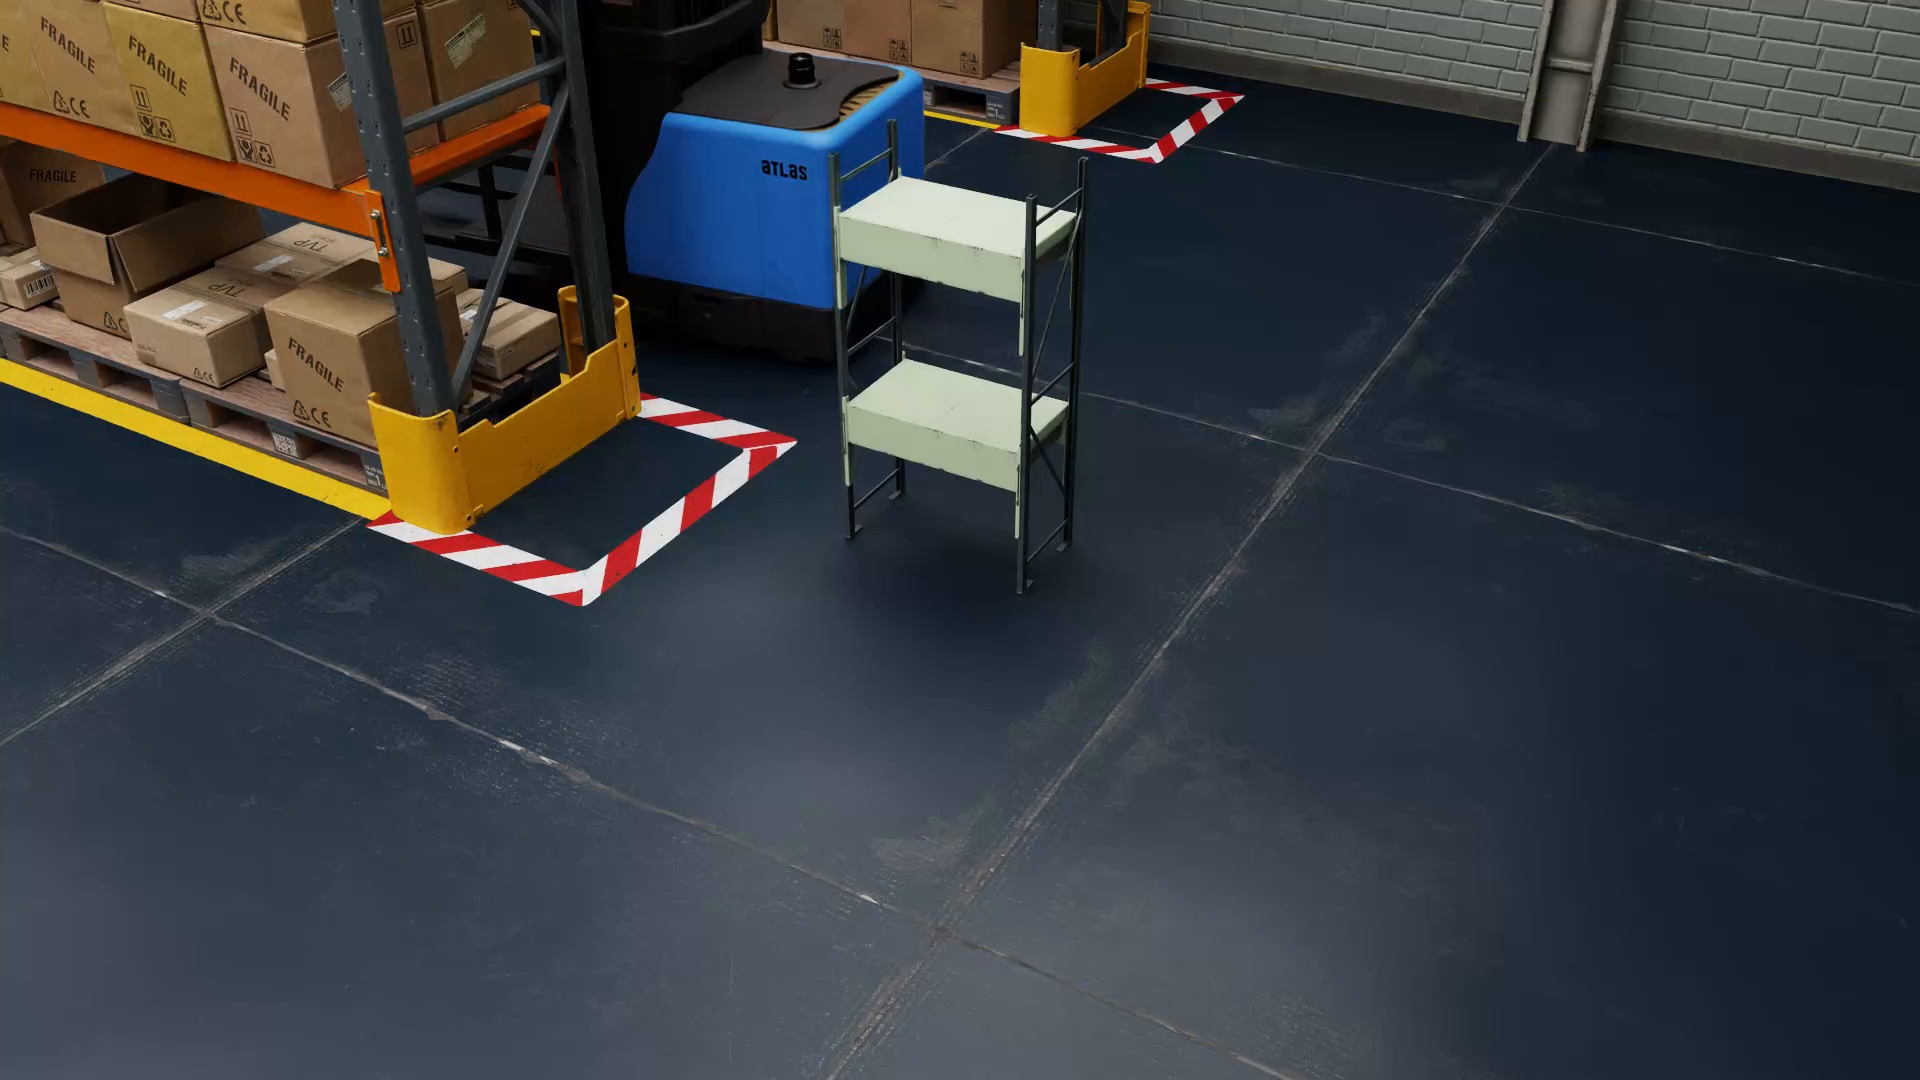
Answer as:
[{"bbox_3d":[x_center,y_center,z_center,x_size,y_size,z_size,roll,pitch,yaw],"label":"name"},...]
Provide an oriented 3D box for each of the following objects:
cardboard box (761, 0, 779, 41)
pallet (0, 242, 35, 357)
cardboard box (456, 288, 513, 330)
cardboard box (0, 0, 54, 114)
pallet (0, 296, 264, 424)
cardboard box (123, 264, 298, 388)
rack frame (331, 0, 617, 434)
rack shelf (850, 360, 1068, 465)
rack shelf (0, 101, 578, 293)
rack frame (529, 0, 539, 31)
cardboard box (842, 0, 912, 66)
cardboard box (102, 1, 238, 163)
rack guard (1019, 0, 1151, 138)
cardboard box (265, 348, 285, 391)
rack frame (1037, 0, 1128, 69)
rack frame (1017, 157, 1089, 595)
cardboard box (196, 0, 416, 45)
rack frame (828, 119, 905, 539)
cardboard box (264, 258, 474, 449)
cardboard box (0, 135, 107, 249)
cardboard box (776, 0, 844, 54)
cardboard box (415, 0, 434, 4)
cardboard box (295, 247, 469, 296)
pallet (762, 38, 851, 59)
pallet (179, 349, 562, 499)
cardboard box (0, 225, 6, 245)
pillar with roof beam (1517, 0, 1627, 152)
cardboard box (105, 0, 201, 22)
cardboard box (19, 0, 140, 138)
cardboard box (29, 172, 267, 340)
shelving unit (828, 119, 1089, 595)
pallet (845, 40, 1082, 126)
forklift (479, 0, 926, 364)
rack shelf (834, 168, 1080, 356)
[{"bbox_3d":[-1.246,-3.643,10.891,0.500,0.500,0.700,18,38,25],"label":"cardboard box"},{"bbox_3d":[-4.582,-1.311,8.028,1.213,0.211,1.003,18,37,24],"label":"pallet"},{"bbox_3d":[-2.115,-0.914,7.075,0.250,0.166,0.380,18,37,24],"label":"cardboard box"},{"bbox_3d":[-3.549,-2.014,6.478,0.500,0.500,0.500,17,37,24],"label":"cardboard box"},{"bbox_3d":[-3.519,-0.976,7.525,1.213,0.211,1.003,18,37,24],"label":"pallet"},{"bbox_3d":[-3.110,-0.906,6.988,0.500,0.250,0.500,18,37,24],"label":"cardboard box"},{"bbox_3d":[-1.705,-1.561,5.888,0.127,3.000,1.000,18,37,24],"label":"rack frame"},{"bbox_3d":[-0.006,-0.436,5.964,0.686,0.124,0.368,18,37,24],"label":"rack shelf"},{"bbox_3d":[-3.442,-1.811,6.913,4.000,0.370,1.077,18,37,24],"label":"rack shelf"},{"bbox_3d":[-2.724,-5.046,11.121,0.127,3.000,1.000,18,37,24],"label":"rack frame"},{"bbox_3d":[-0.343,-3.362,10.469,0.500,0.500,0.700,17,37,24],"label":"cardboard box"},{"bbox_3d":[-2.681,-1.736,6.060,0.500,0.500,0.500,18,38,25],"label":"cardboard box"},{"bbox_3d":[0.770,-2.899,10.152,0.348,0.500,1.175,18,37,24],"label":"rack guard"},{"bbox_3d":[-2.607,-0.750,6.830,0.250,0.166,0.380,18,37,24],"label":"cardboard box"},{"bbox_3d":[0.749,-3.946,9.469,0.127,3.000,1.000,18,37,24],"label":"rack frame"},{"bbox_3d":[0.312,-0.525,5.686,0.023,1.500,0.400,18,37,24],"label":"rack frame"},{"bbox_3d":[-2.228,-2.009,5.568,0.500,0.500,0.500,17,37,24],"label":"cardboard box"},{"bbox_3d":[-0.324,-0.727,5.988,0.023,1.500,0.400,18,37,24],"label":"rack frame"},{"bbox_3d":[-2.300,-0.734,6.505,0.500,0.500,0.500,18,37,24],"label":"cardboard box"},{"bbox_3d":[-4.543,-1.783,8.080,0.500,0.500,0.500,18,37,24],"label":"cardboard box"},{"bbox_3d":[-0.780,-3.500,10.676,0.500,0.500,0.700,16,37,23],"label":"cardboard box"},{"bbox_3d":[-1.960,-2.267,5.956,0.500,0.500,0.500,19,38,26],"label":"cardboard box"},{"bbox_3d":[-2.471,-1.023,7.164,0.500,0.250,0.500,18,37,24],"label":"cardboard box"},{"bbox_3d":[-1.039,-3.303,11.020,1.213,0.211,1.003,18,37,24],"label":"pallet"},{"bbox_3d":[-2.464,-0.640,7.020,1.213,0.211,1.003,18,37,24],"label":"pallet"},{"bbox_3d":[-4.921,-1.505,7.833,0.500,0.311,0.500,18,37,24],"label":"cardboard box"},{"bbox_3d":[1.387,-4.045,4.205,0.400,9.000,9.100,18,37,24],"label":"pillar with roof beam"},{"bbox_3d":[-2.667,-2.147,5.776,0.500,0.500,0.500,19,38,26],"label":"cardboard box"},{"bbox_3d":[-3.112,-1.875,6.270,0.500,0.500,0.500,18,38,25],"label":"cardboard box"},{"bbox_3d":[-3.545,-1.291,7.337,0.637,0.503,0.797,18,37,24],"label":"cardboard box"},{"bbox_3d":[-0.006,-0.626,5.837,0.755,1.500,0.431,18,37,24],"label":"shelving unit"},{"bbox_3d":[0.016,-2.967,10.515,1.213,0.211,1.003,18,37,24],"label":"pallet"},{"bbox_3d":[-1.718,-2.523,7.395,3.031,2.935,1.130,13,36,19],"label":"forklift"},{"bbox_3d":[-0.006,-0.951,5.621,0.720,0.370,0.431,18,37,24],"label":"rack shelf"}]
